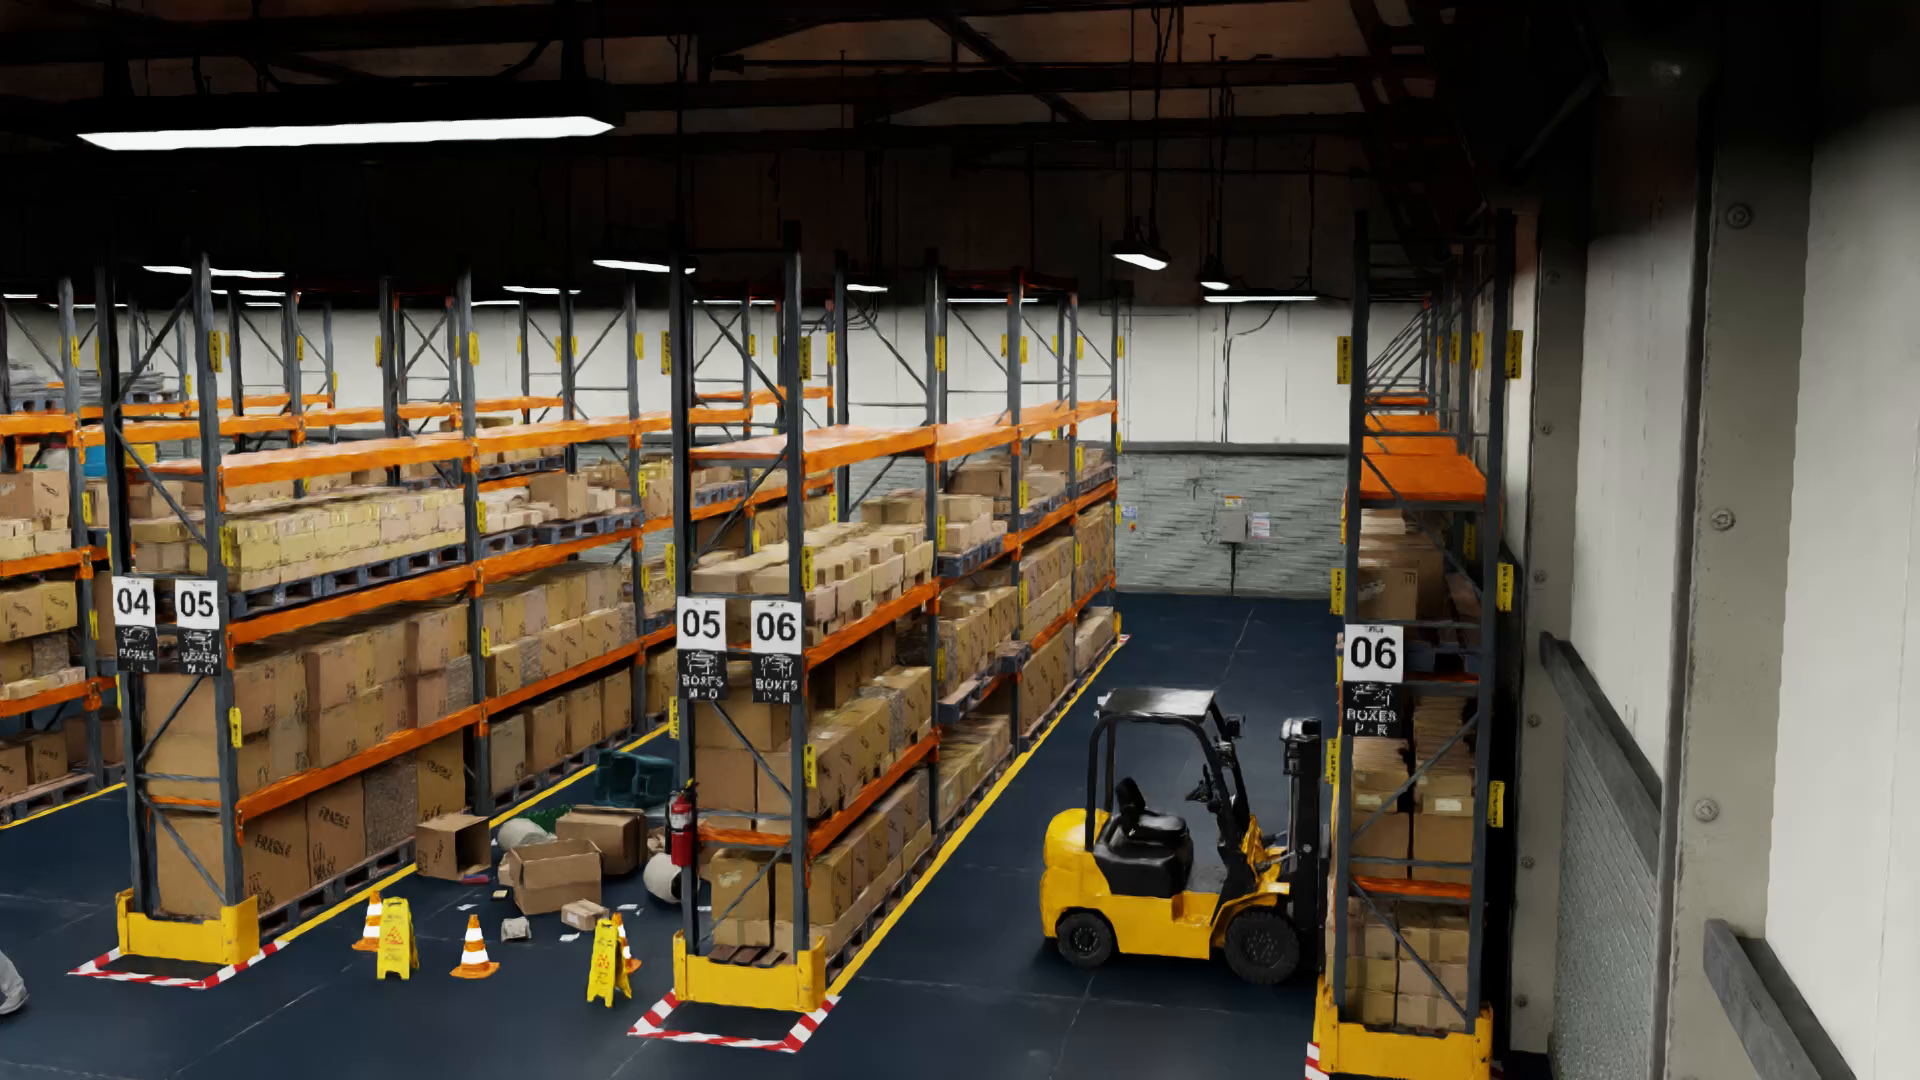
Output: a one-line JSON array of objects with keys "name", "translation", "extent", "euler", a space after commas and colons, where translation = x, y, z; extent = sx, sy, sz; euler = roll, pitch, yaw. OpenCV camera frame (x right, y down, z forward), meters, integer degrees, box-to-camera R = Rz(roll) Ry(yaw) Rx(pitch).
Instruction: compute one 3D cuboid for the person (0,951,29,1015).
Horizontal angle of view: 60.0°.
[{"name": "person", "translation": [-7.623, 2.797, 12.524], "extent": [0.573, 1.711, 0.966], "euler": [5, 9, 37]}]
